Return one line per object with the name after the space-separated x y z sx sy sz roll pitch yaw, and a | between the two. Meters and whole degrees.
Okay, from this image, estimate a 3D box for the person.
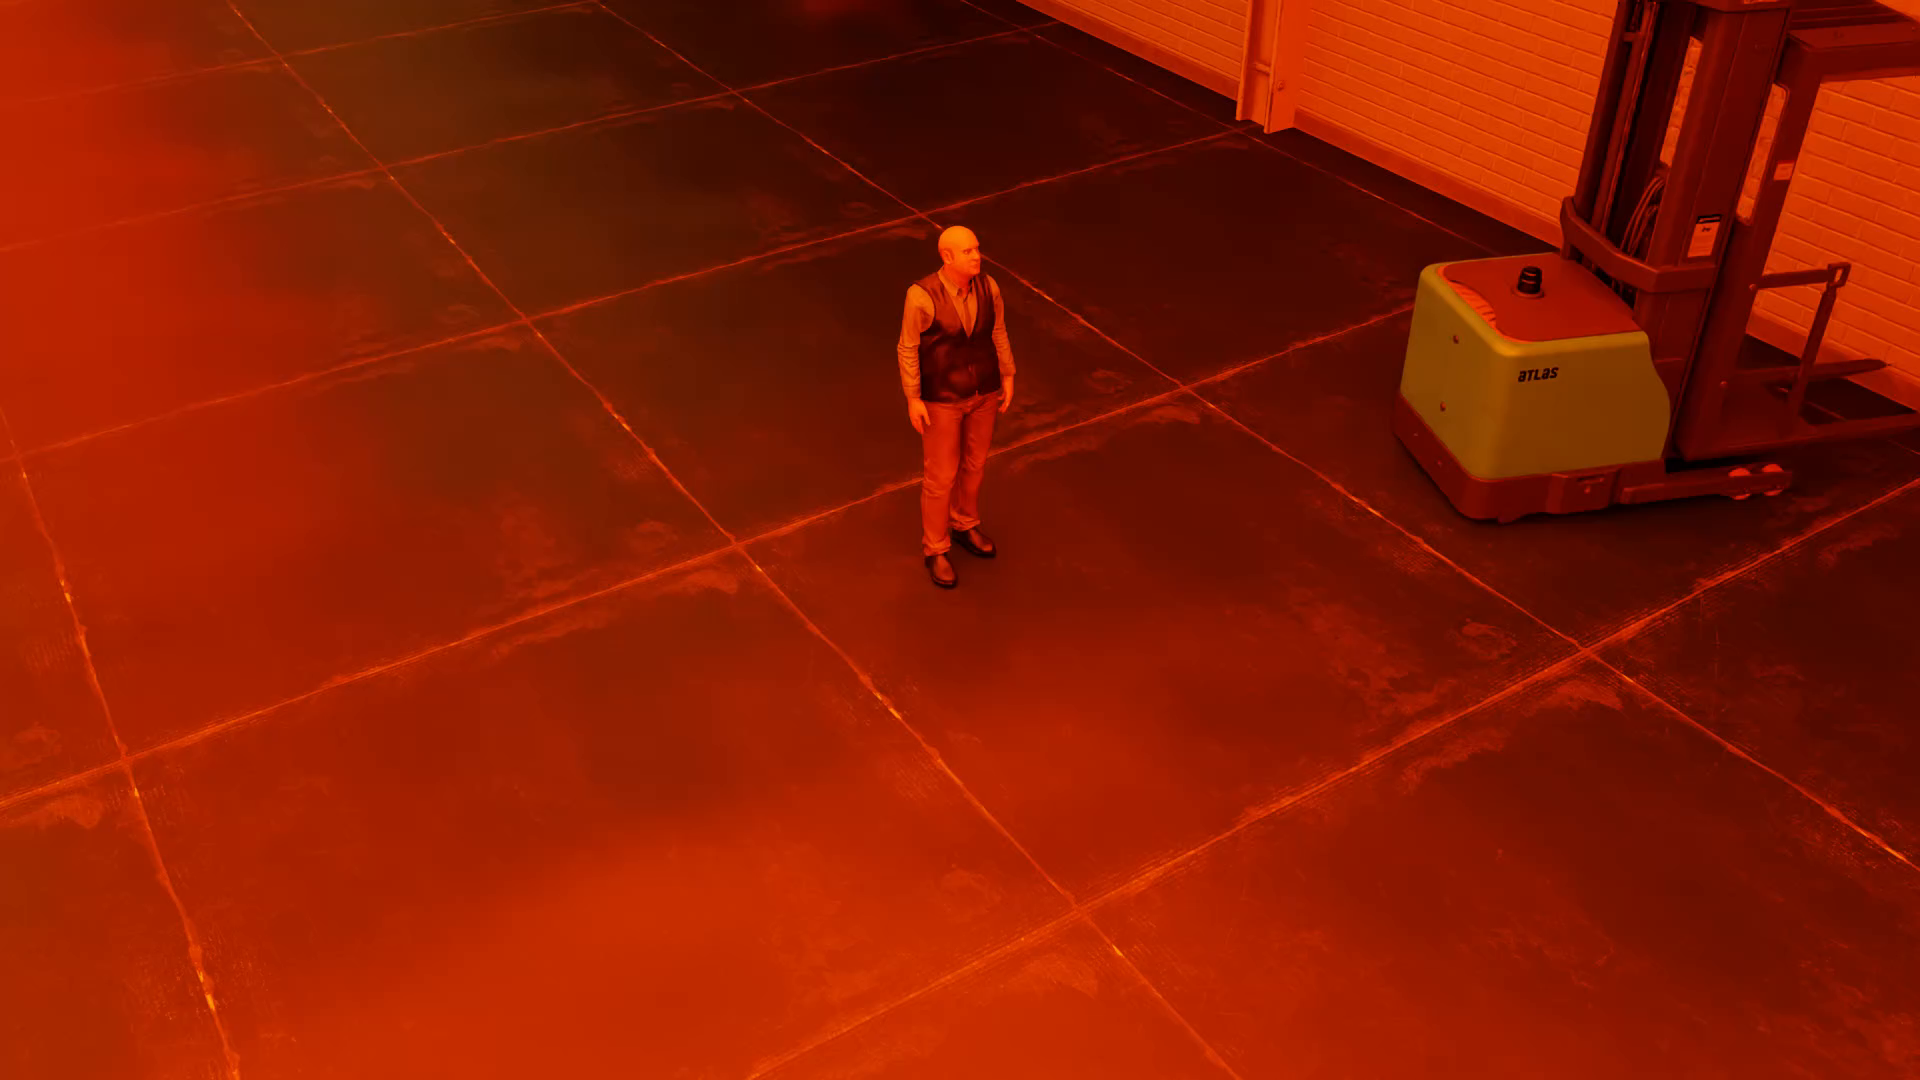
0.028 -0.677 8.152 0.633 1.722 0.566 -21 40 -27 | person

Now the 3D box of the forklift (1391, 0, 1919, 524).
4.028 -1.710 8.582 3.031 2.935 1.130 -7 36 -10 | forklift
